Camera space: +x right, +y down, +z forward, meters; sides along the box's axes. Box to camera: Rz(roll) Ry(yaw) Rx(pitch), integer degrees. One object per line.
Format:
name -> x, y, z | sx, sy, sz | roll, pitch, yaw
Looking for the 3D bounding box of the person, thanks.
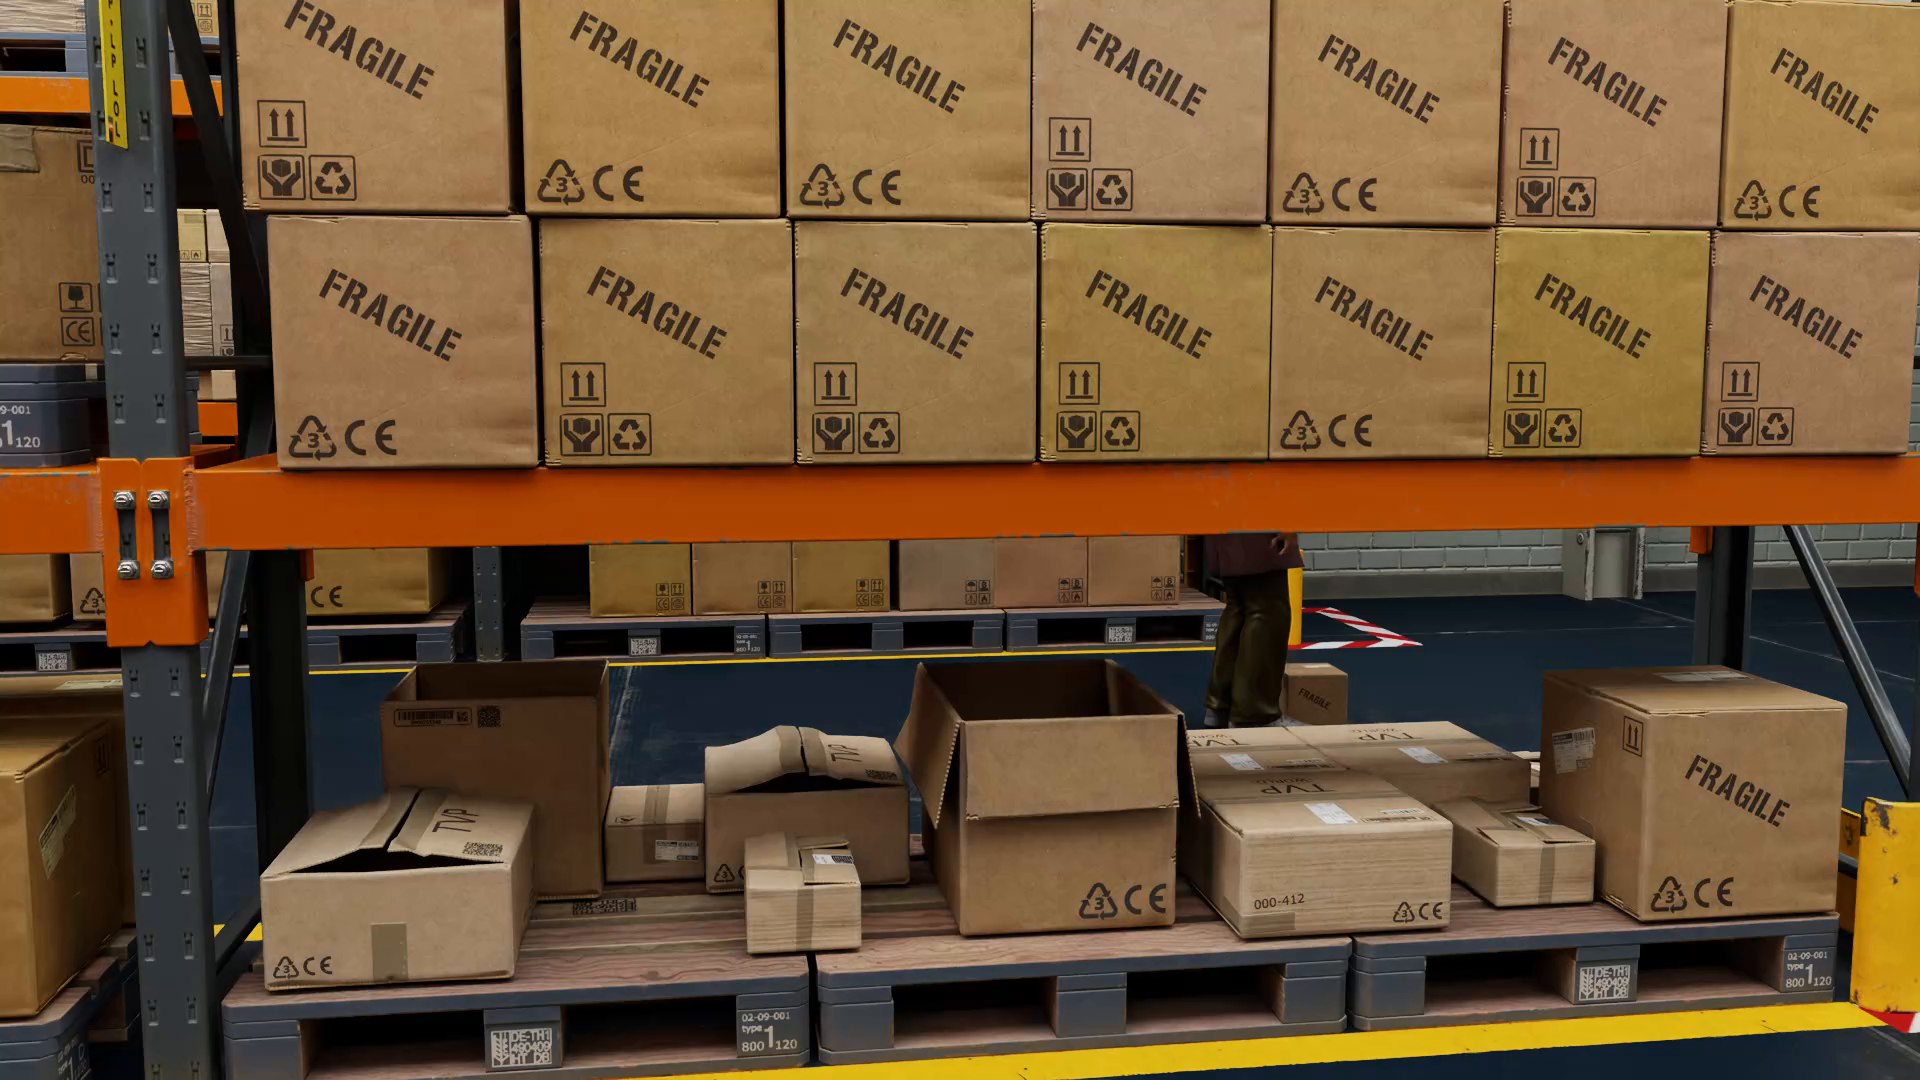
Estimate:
person -> 1.178, -0.102, 6.698 | 0.429, 1.772, 0.648 | -1, 6, -12
